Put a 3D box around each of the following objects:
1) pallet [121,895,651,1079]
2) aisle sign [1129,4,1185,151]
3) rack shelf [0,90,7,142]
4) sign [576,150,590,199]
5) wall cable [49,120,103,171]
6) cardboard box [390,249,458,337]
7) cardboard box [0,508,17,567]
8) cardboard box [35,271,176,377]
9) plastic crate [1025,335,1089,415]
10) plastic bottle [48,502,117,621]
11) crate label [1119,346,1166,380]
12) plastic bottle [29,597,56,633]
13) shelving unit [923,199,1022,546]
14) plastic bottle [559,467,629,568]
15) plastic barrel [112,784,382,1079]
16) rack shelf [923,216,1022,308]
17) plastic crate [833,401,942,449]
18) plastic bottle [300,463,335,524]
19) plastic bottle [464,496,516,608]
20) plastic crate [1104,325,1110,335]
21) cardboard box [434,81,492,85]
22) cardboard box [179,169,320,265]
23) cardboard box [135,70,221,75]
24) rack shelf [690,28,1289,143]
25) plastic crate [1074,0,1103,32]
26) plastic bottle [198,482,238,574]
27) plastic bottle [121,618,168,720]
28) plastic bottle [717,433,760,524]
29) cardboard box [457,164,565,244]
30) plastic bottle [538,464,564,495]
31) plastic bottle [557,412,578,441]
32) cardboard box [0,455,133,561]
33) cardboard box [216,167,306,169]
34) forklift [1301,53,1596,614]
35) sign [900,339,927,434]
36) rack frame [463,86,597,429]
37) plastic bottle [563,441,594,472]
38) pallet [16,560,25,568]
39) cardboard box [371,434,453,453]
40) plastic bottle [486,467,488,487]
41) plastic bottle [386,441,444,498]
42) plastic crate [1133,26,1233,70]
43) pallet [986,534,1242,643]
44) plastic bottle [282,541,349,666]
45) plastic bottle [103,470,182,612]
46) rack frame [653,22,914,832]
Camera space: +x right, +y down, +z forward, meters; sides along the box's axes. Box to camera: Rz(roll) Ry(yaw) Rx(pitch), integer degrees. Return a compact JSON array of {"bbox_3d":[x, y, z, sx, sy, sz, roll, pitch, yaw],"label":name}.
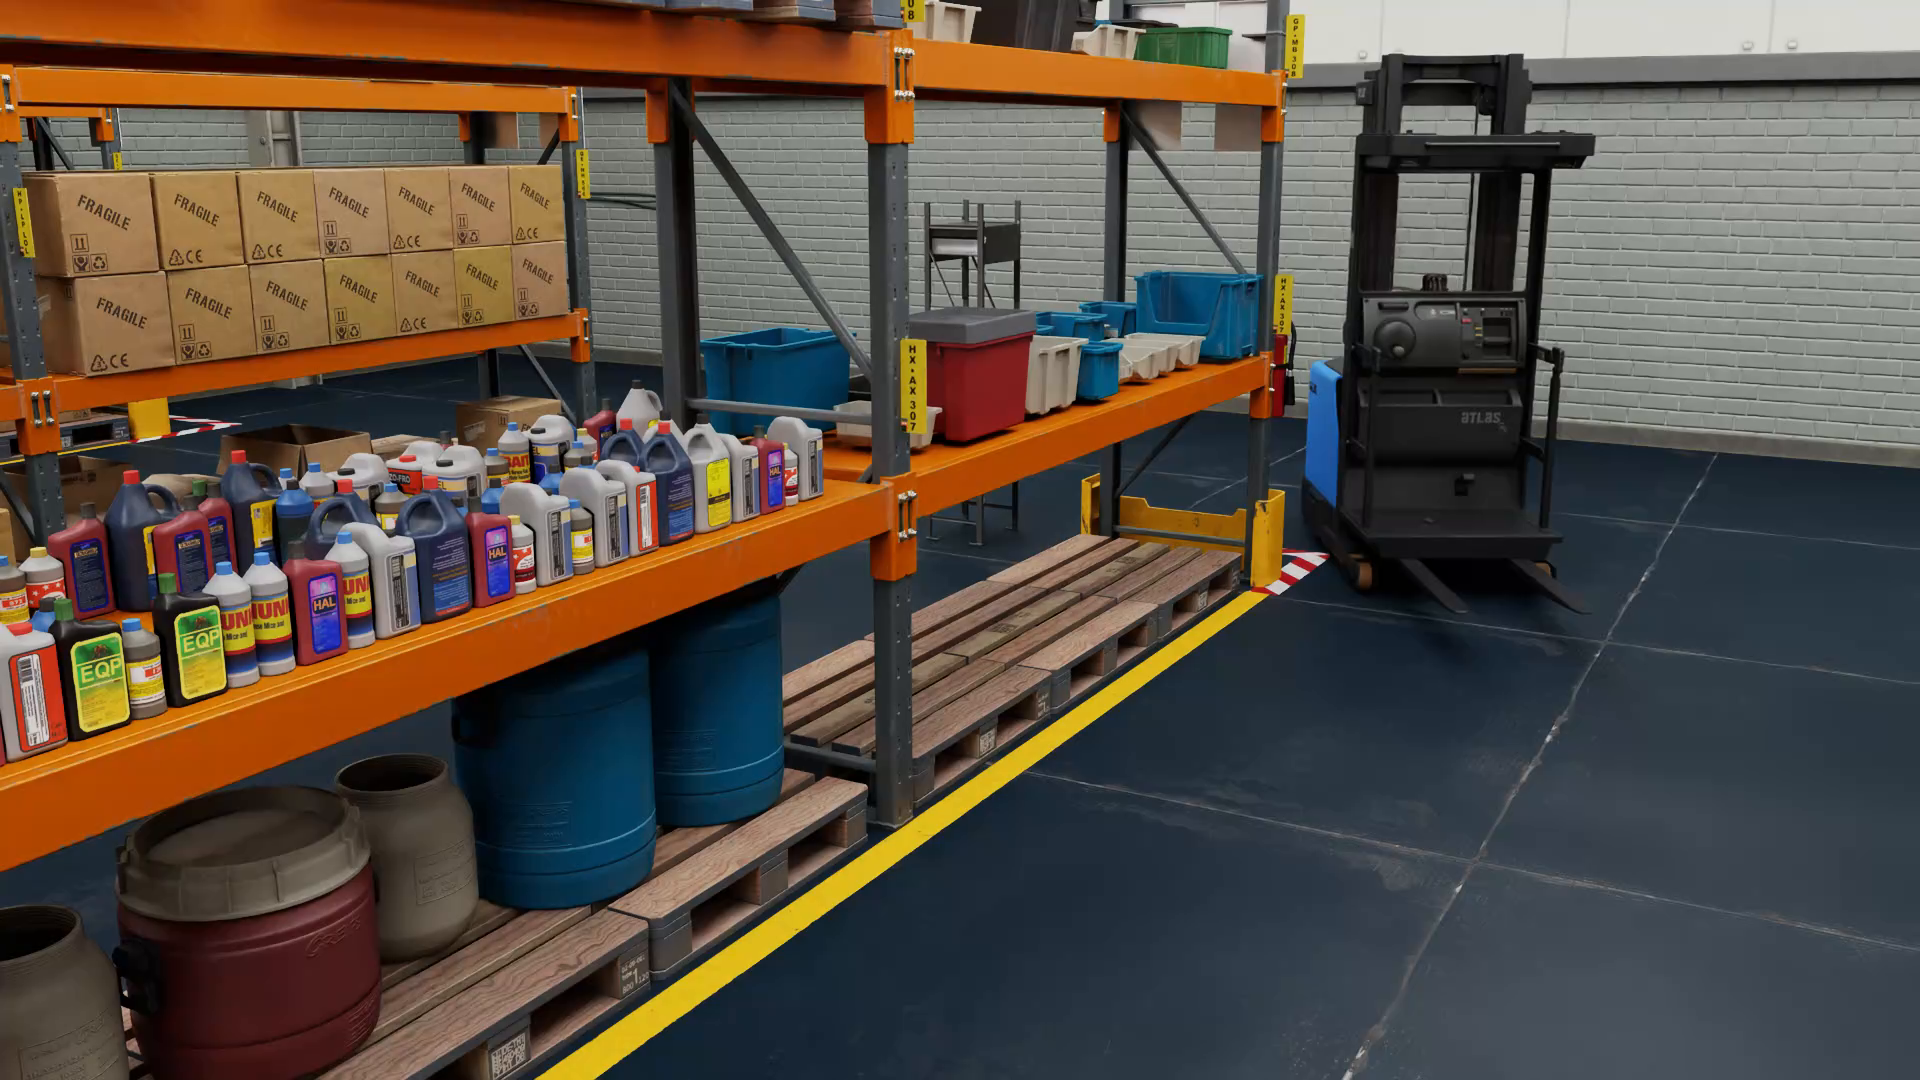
[{"bbox_3d":[-1.639,1.302,4.681,1.003,0.211,1.213,7,15,28],"label":"pallet"},{"bbox_3d":[1.068,-2.591,9.333,0.394,0.787,0.004,7,15,28],"label":"aisle sign"},{"bbox_3d":[-5.942,-1.718,6.395,1.077,0.370,4.000,7,15,28],"label":"rack shelf"},{"bbox_3d":[-2.565,-2.490,11.318,0.100,0.325,0.005,7,15,28],"label":"sign"},{"bbox_3d":[-7.589,-3.265,15.508,0.084,1.984,1.851,7,15,28],"label":"wall cable"},{"bbox_3d":[-3.513,-1.558,10.382,0.500,0.500,0.500,8,15,28],"label":"cardboard box"},{"bbox_3d":[-4.963,0.115,8.051,0.500,0.500,0.500,7,15,28],"label":"cardboard box"},{"bbox_3d":[-4.490,-1.142,8.658,0.500,0.500,0.500,8,16,30],"label":"cardboard box"},{"bbox_3d":[0.259,-0.722,7.253,0.437,0.282,0.530,7,15,28],"label":"plastic crate"},{"bbox_3d":[-2.200,0.054,4.160,0.061,0.283,0.133,7,15,28],"label":"plastic bottle"},{"bbox_3d":[0.791,-0.874,8.194,0.396,0.136,0.243,7,15,28],"label":"crate label"},{"bbox_3d":[-1.832,0.251,3.369,0.097,0.271,0.097,0,14,0],"label":"plastic bottle"},{"bbox_3d":[0.080,-1.055,10.428,0.431,2.100,0.503,7,15,28],"label":"shelving unit"},{"bbox_3d":[-1.034,-0.074,4.706,0.152,0.276,0.135,7,15,28],"label":"plastic bottle"},{"bbox_3d":[-1.807,0.997,4.248,0.600,0.588,0.708,7,15,28],"label":"plastic barrel"},{"bbox_3d":[0.080,-1.722,10.267,0.431,0.518,0.480,7,15,28],"label":"rack shelf"},{"bbox_3d":[-0.291,-0.438,6.386,0.396,0.136,0.243,7,15,28],"label":"plastic crate"},{"bbox_3d":[-1.838,-0.085,4.762,0.097,0.271,0.097,0,14,0],"label":"plastic bottle"},{"bbox_3d":[-1.218,0.022,4.289,0.061,0.283,0.133,7,15,28],"label":"plastic bottle"},{"bbox_3d":[0.658,-1.110,9.172,0.250,0.136,0.298,7,15,28],"label":"plastic crate"},{"bbox_3d":[-3.310,-2.989,10.453,0.500,0.250,0.500,7,15,28],"label":"cardboard box"},{"bbox_3d":[-4.003,-1.831,9.381,0.500,0.500,0.500,7,15,26],"label":"cardboard box"},{"bbox_3d":[-4.278,-2.579,8.751,0.500,0.250,0.500,7,15,28],"label":"cardboard box"},{"bbox_3d":[0.326,-1.977,7.468,1.077,0.370,4.000,7,15,28],"label":"rack shelf"},{"bbox_3d":[0.314,-2.424,7.922,0.504,0.338,0.767,7,15,28],"label":"plastic crate"},{"bbox_3d":[-1.993,-0.005,4.403,0.061,0.283,0.133,7,15,28],"label":"plastic bottle"},{"bbox_3d":[-1.714,0.264,3.462,0.097,0.201,0.097,0,14,0],"label":"plastic bottle"},{"bbox_3d":[-0.725,-0.205,5.250,0.152,0.276,0.135,7,15,28],"label":"plastic bottle"},{"bbox_3d":[-3.016,-2.253,11.131,0.500,0.500,0.500,7,15,28],"label":"cardboard box"},{"bbox_3d":[-1.152,-0.082,4.749,0.097,0.271,0.097,0,14,0],"label":"plastic bottle"},{"bbox_3d":[-1.343,-0.295,5.634,0.097,0.271,0.097,0,14,0],"label":"plastic bottle"},{"bbox_3d":[-4.948,-0.168,9.224,0.500,0.500,0.500,7,15,28],"label":"cardboard box"},{"bbox_3d":[-4.224,-2.000,10.081,0.500,0.500,0.500,7,15,28],"label":"cardboard box"},{"bbox_3d":[2.766,-1.209,9.293,1.130,2.935,3.031,0,14,1],"label":"forklift"},{"bbox_3d":[-0.160,-0.530,5.741,0.100,0.325,0.005,7,15,28],"label":"sign"},{"bbox_3d":[-3.041,-1.841,11.768,1.000,3.000,0.127,7,15,28],"label":"rack frame"},{"bbox_3d":[-1.257,-0.224,5.487,0.097,0.201,0.097,0,14,0],"label":"plastic bottle"},{"bbox_3d":[-4.642,0.195,9.275,1.003,0.211,1.213,7,15,28],"label":"pallet"},{"bbox_3d":[-3.794,-0.536,11.284,0.500,0.250,0.500,7,15,28],"label":"cardboard box"},{"bbox_3d":[-1.549,-0.174,5.279,0.097,0.201,0.097,0,14,0],"label":"plastic bottle"},{"bbox_3d":[-1.646,-0.156,5.045,0.152,0.276,0.135,7,15,28],"label":"plastic bottle"},{"bbox_3d":[1.066,-2.399,8.137,0.450,0.188,0.336,7,15,28],"label":"plastic crate"},{"bbox_3d":[0.860,0.242,9.080,1.003,0.211,1.213,7,15,28],"label":"pallet"},{"bbox_3d":[-1.484,0.135,3.821,0.061,0.283,0.133,7,15,28],"label":"plastic bottle"},{"bbox_3d":[-2.086,-0.007,4.268,0.144,0.351,0.185,7,15,28],"label":"plastic bottle"},{"bbox_3d":[-0.641,-0.458,6.033,1.000,3.000,0.127,7,15,28],"label":"rack frame"}]
